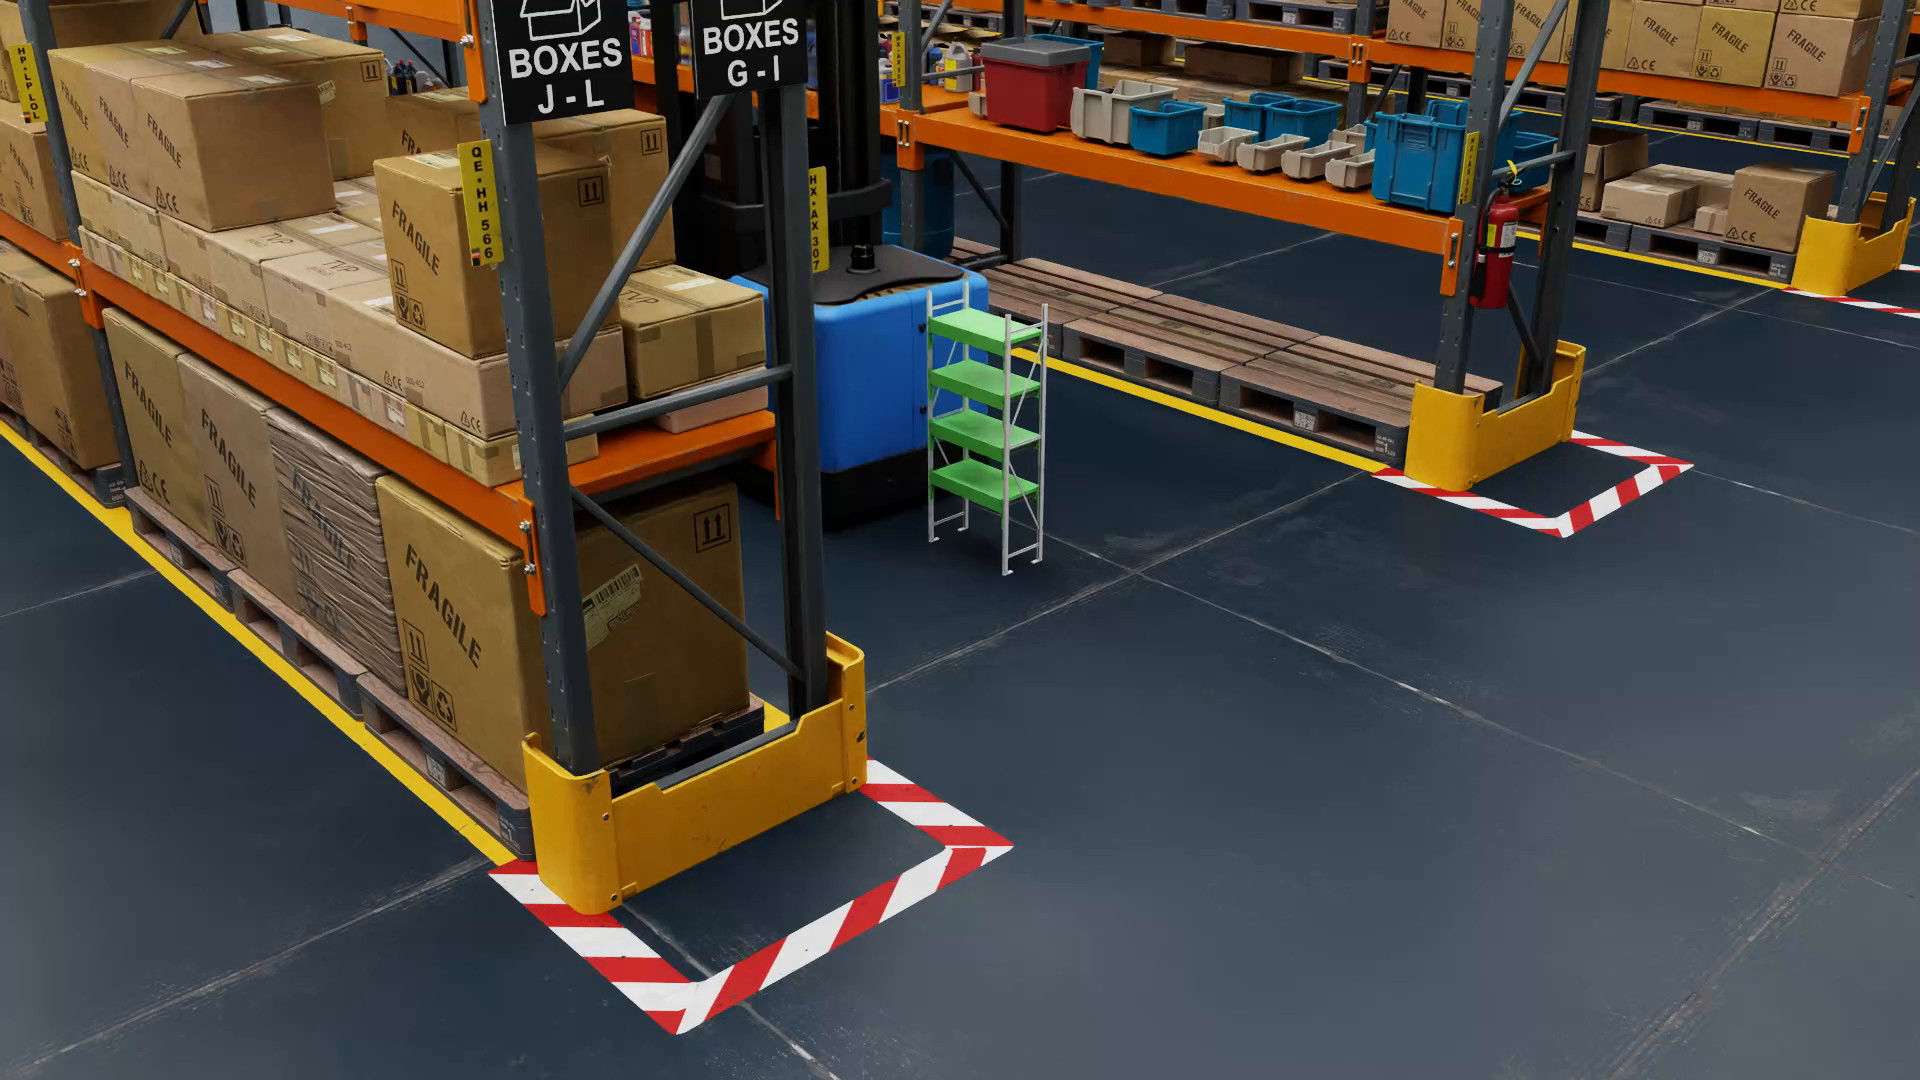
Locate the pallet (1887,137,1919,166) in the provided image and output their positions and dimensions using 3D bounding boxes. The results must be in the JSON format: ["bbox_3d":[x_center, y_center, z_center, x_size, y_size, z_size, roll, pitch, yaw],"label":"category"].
[{"bbox_3d":[9.382,-3.575,15.331,1.003,0.211,1.213,-21,32,-38],"label":"pallet"}]

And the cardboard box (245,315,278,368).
[{"bbox_3d":[-2.390,-0.771,6.129,0.380,0.149,0.250,-20,32,-37],"label":"cardboard box"}]

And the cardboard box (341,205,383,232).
[{"bbox_3d":[-2.054,-1.162,6.506,0.500,0.250,0.500,-22,32,-39],"label":"cardboard box"}]

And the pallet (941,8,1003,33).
[{"bbox_3d":[0.461,-7.553,24.053,1.003,0.211,1.213,-21,32,-38],"label":"pallet"}]

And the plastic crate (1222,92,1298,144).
[{"bbox_3d":[1.721,-2.422,9.574,0.416,0.233,0.300,-21,32,-38],"label":"plastic crate"}]

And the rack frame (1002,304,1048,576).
[{"bbox_3d":[0.280,-0.422,7.229,0.240,1.200,0.015,-21,32,-38],"label":"rack frame"}]

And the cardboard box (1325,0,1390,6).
[{"bbox_3d":[3.478,-4.872,14.189,0.500,0.500,0.700,12,27,25],"label":"cardboard box"}]

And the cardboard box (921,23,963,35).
[{"bbox_3d":[-0.303,-5.545,18.422,0.500,0.311,0.500,-22,32,-39],"label":"cardboard box"}]

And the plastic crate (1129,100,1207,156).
[{"bbox_3d":[1.163,-2.313,9.336,0.416,0.233,0.300,-21,32,-38],"label":"plastic crate"}]

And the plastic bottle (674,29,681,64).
[{"bbox_3d":[-2.122,-3.697,12.380,0.061,0.283,0.133,-21,32,-38],"label":"plastic bottle"}]

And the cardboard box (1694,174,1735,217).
[{"bbox_3d":[5.866,-2.563,12.536,0.500,0.250,0.500,-21,32,-38],"label":"cardboard box"}]

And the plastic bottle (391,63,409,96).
[{"bbox_3d":[-5.802,-4.765,17.242,0.144,0.351,0.185,-21,32,-38],"label":"plastic bottle"}]

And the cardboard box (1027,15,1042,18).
[{"bbox_3d":[1.045,-7.625,23.331,0.500,0.500,0.500,21,32,38],"label":"cardboard box"}]

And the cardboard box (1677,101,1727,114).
[{"bbox_3d":[7.688,-4.633,16.798,0.700,0.500,0.500,-21,32,-38],"label":"cardboard box"}]

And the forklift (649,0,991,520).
[{"bbox_3d":[-1.151,-1.973,8.544,1.130,2.935,3.031,-18,30,-34],"label":"forklift"}]

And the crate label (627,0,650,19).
[{"bbox_3d":[-2.728,-4.394,13.970,0.303,0.233,0.416,-21,32,-38],"label":"crate label"}]

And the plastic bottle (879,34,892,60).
[{"bbox_3d":[-0.526,-3.473,11.889,0.061,0.283,0.133,-21,32,-38],"label":"plastic bottle"}]

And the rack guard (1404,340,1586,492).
[{"bbox_3d":[2.780,-0.672,8.620,1.175,0.500,0.348,-21,32,-38],"label":"rack guard"}]

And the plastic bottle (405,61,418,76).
[{"bbox_3d":[-5.697,-4.806,17.331,0.144,0.351,0.185,-20,31,-37],"label":"plastic bottle"}]

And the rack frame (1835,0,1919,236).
[{"bbox_3d":[6.372,-3.217,11.187,1.000,3.000,0.127,-21,32,-38],"label":"rack frame"}]

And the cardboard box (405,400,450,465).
[{"bbox_3d":[-1.524,-0.386,5.285,0.380,0.149,0.250,-21,32,-38],"label":"cardboard box"}]

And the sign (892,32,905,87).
[{"bbox_3d":[-0.383,-2.995,10.368,0.100,0.325,0.005,-21,32,-38],"label":"sign"}]

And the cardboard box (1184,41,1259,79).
[{"bbox_3d":[2.459,-4.503,15.585,0.500,0.250,0.500,-22,32,-39],"label":"cardboard box"}]

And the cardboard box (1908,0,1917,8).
[{"bbox_3d":[6.262,-3.926,11.418,0.500,0.500,0.500,-20,31,-37],"label":"cardboard box"}]

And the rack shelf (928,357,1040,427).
[{"bbox_3d":[0.113,-0.656,7.318,0.258,0.148,0.480,-21,32,-38],"label":"rack shelf"}]

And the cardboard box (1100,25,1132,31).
[{"bbox_3d":[2.299,-7.103,22.188,0.700,0.500,0.500,-20,31,-37],"label":"cardboard box"}]

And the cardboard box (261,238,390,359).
[{"bbox_3d":[-2.081,-0.854,5.831,0.500,0.250,0.500,22,33,40],"label":"cardboard box"}]

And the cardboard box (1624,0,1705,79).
[{"bbox_3d":[5.173,-3.630,11.972,0.500,0.500,0.500,-21,32,-38],"label":"cardboard box"}]

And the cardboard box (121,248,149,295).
[{"bbox_3d":[-3.276,-1.162,6.986,0.380,0.149,0.250,-20,31,-37],"label":"cardboard box"}]

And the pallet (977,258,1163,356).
[{"bbox_3d":[0.551,-1.544,10.880,1.003,0.211,1.213,-21,32,-38],"label":"pallet"}]

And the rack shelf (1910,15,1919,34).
[{"bbox_3d":[8.619,-4.902,15.748,1.077,0.370,4.000,-21,32,-38],"label":"rack shelf"}]

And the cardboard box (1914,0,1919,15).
[{"bbox_3d":[9.125,-5.129,15.017,0.980,0.700,0.700,-22,32,-39],"label":"cardboard box"}]

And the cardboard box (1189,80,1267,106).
[{"bbox_3d":[2.418,-3.864,15.087,0.500,0.500,0.500,-21,32,-38],"label":"cardboard box"}]

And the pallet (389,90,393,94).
[{"bbox_3d":[-6.714,-4.765,17.940,1.003,0.211,1.213,-21,32,-38],"label":"pallet"}]

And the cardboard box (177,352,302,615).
[{"bbox_3d":[-2.587,-0.349,6.954,0.875,0.875,0.875,-21,32,-38],"label":"cardboard box"}]

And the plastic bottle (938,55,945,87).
[{"bbox_3d":[-0.102,-3.237,11.470,0.097,0.201,0.097,0,25,0],"label":"plastic bottle"}]

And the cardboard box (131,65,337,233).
[{"bbox_3d":[-2.765,-1.502,6.348,0.500,0.500,0.500,-22,33,-40],"label":"cardboard box"}]

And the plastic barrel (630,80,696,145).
[{"bbox_3d":[-2.367,-3.297,13.471,0.600,0.830,0.708,-21,32,-38],"label":"plastic barrel"}]

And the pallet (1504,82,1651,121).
[{"bbox_3d":[6.669,-4.779,17.971,1.003,0.211,1.213,-21,32,-38],"label":"pallet"}]

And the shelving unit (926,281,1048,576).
[{"bbox_3d":[0.113,-0.496,7.391,0.258,1.200,0.503,-21,32,-38],"label":"shelving unit"}]

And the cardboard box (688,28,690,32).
[{"bbox_3d":[-2.993,-6.173,20.473,0.500,0.250,0.500,-21,32,-38],"label":"cardboard box"}]

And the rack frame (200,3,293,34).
[{"bbox_3d":[-8.182,-6.660,18.735,1.000,3.000,0.127,-21,32,-38],"label":"rack frame"}]

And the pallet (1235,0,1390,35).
[{"bbox_3d":[3.172,-4.614,14.482,1.003,0.211,1.213,-21,32,-38],"label":"pallet"}]

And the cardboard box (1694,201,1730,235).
[{"bbox_3d":[5.610,-2.371,12.217,0.380,0.166,0.250,-21,32,-38],"label":"cardboard box"}]

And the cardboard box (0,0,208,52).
[{"bbox_3d":[-4.038,-2.313,7.876,0.797,0.503,0.637,-22,33,-40],"label":"cardboard box"}]

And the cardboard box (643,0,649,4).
[{"bbox_3d":[-3.665,-6.821,20.991,0.500,0.500,0.500,-21,32,-38],"label":"cardboard box"}]

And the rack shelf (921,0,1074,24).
[{"bbox_3d":[-0.463,-5.919,17.978,1.077,0.370,4.000,-21,32,-38],"label":"rack shelf"}]

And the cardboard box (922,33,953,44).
[{"bbox_3d":[-0.336,-5.234,17.740,0.500,0.311,0.500,-21,32,-39],"label":"cardboard box"}]

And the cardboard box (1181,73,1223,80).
[{"bbox_3d":[2.432,-4.173,15.764,0.500,0.500,0.500,22,33,40],"label":"cardboard box"}]

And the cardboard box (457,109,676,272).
[{"bbox_3d":[-1.334,-1.189,5.662,0.500,0.500,0.500,-22,33,-40],"label":"cardboard box"}]

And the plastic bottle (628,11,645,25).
[{"bbox_3d":[-2.543,-4.000,13.054,0.152,0.276,0.135,-21,32,-38],"label":"plastic bottle"}]
